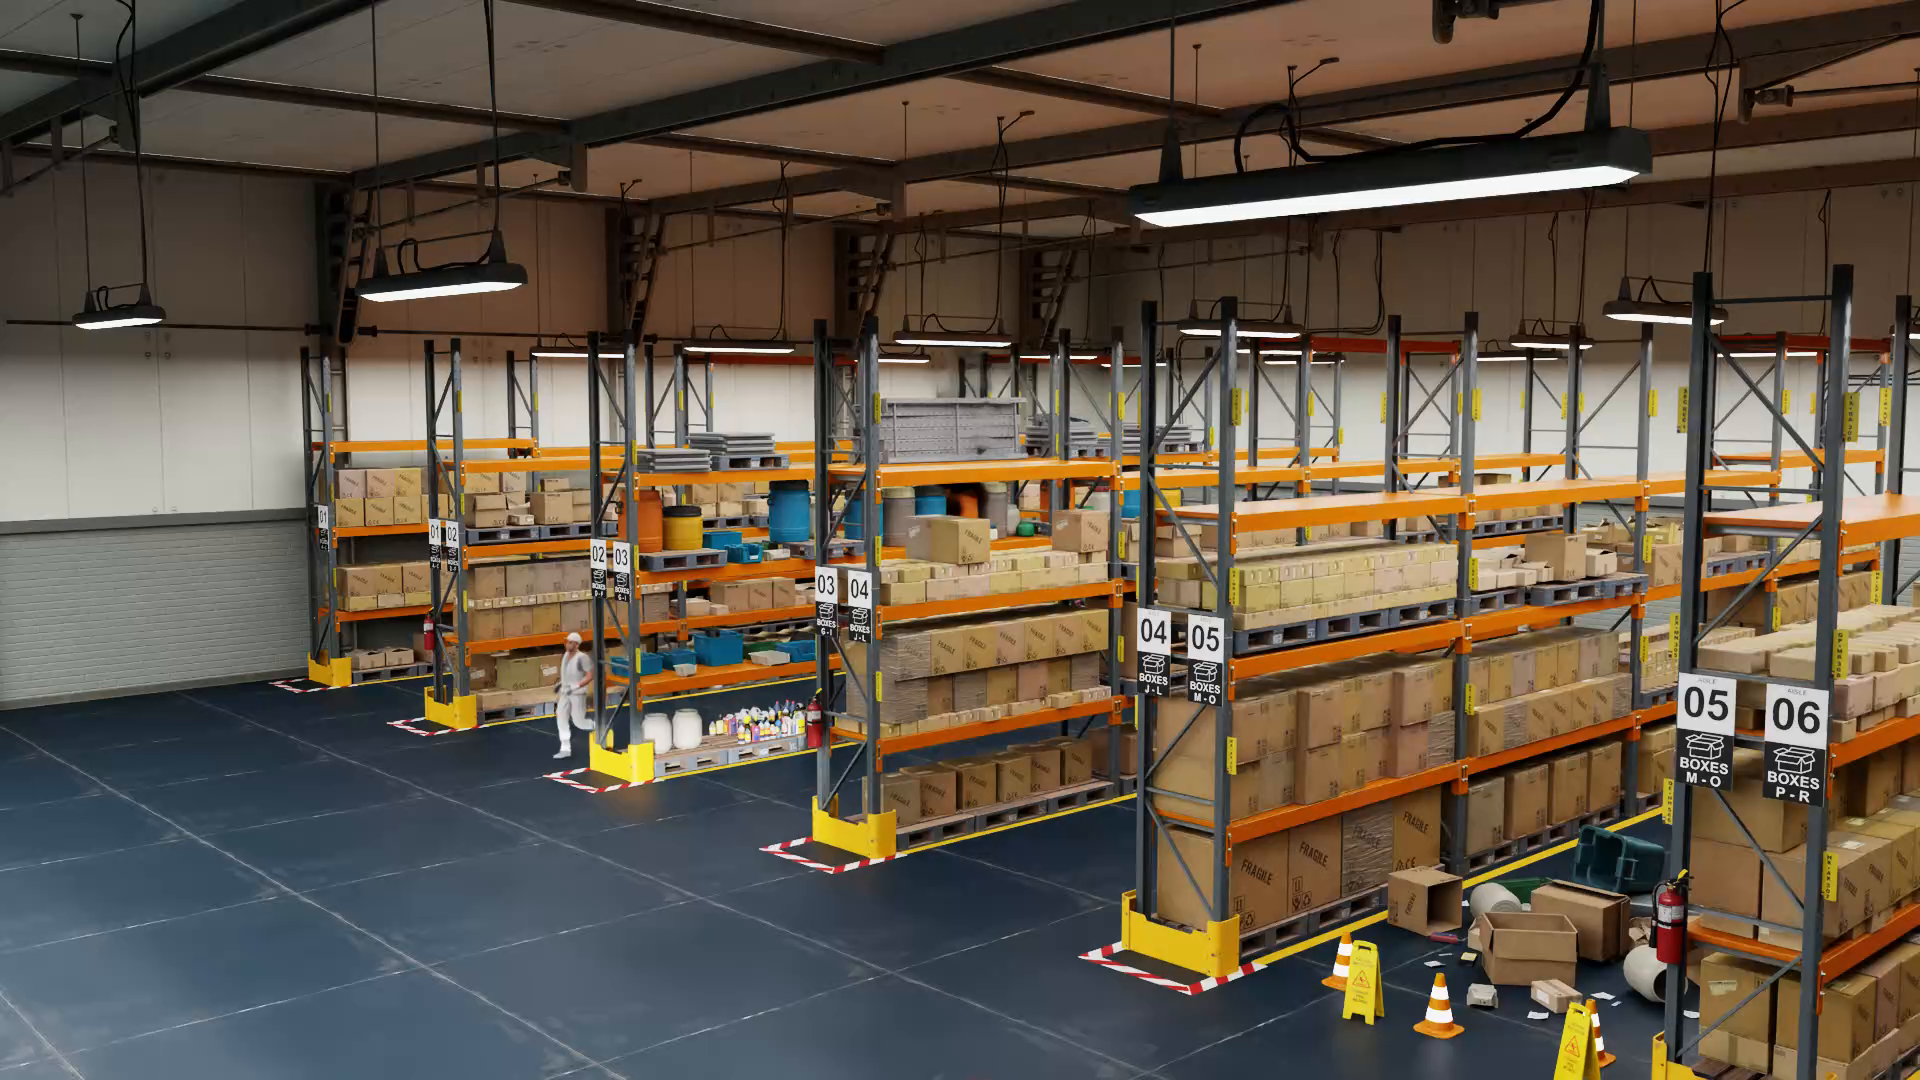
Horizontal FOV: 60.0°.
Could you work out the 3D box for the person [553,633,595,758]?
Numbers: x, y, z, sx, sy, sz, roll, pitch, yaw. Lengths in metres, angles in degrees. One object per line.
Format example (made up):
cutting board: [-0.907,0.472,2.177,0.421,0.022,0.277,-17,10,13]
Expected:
person: [-5.478,2.193,23.738,0.687,1.761,0.881,3,6,34]

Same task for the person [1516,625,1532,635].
person: [8.578,2.096,25.435,0.595,1.658,0.731,3,6,33]
